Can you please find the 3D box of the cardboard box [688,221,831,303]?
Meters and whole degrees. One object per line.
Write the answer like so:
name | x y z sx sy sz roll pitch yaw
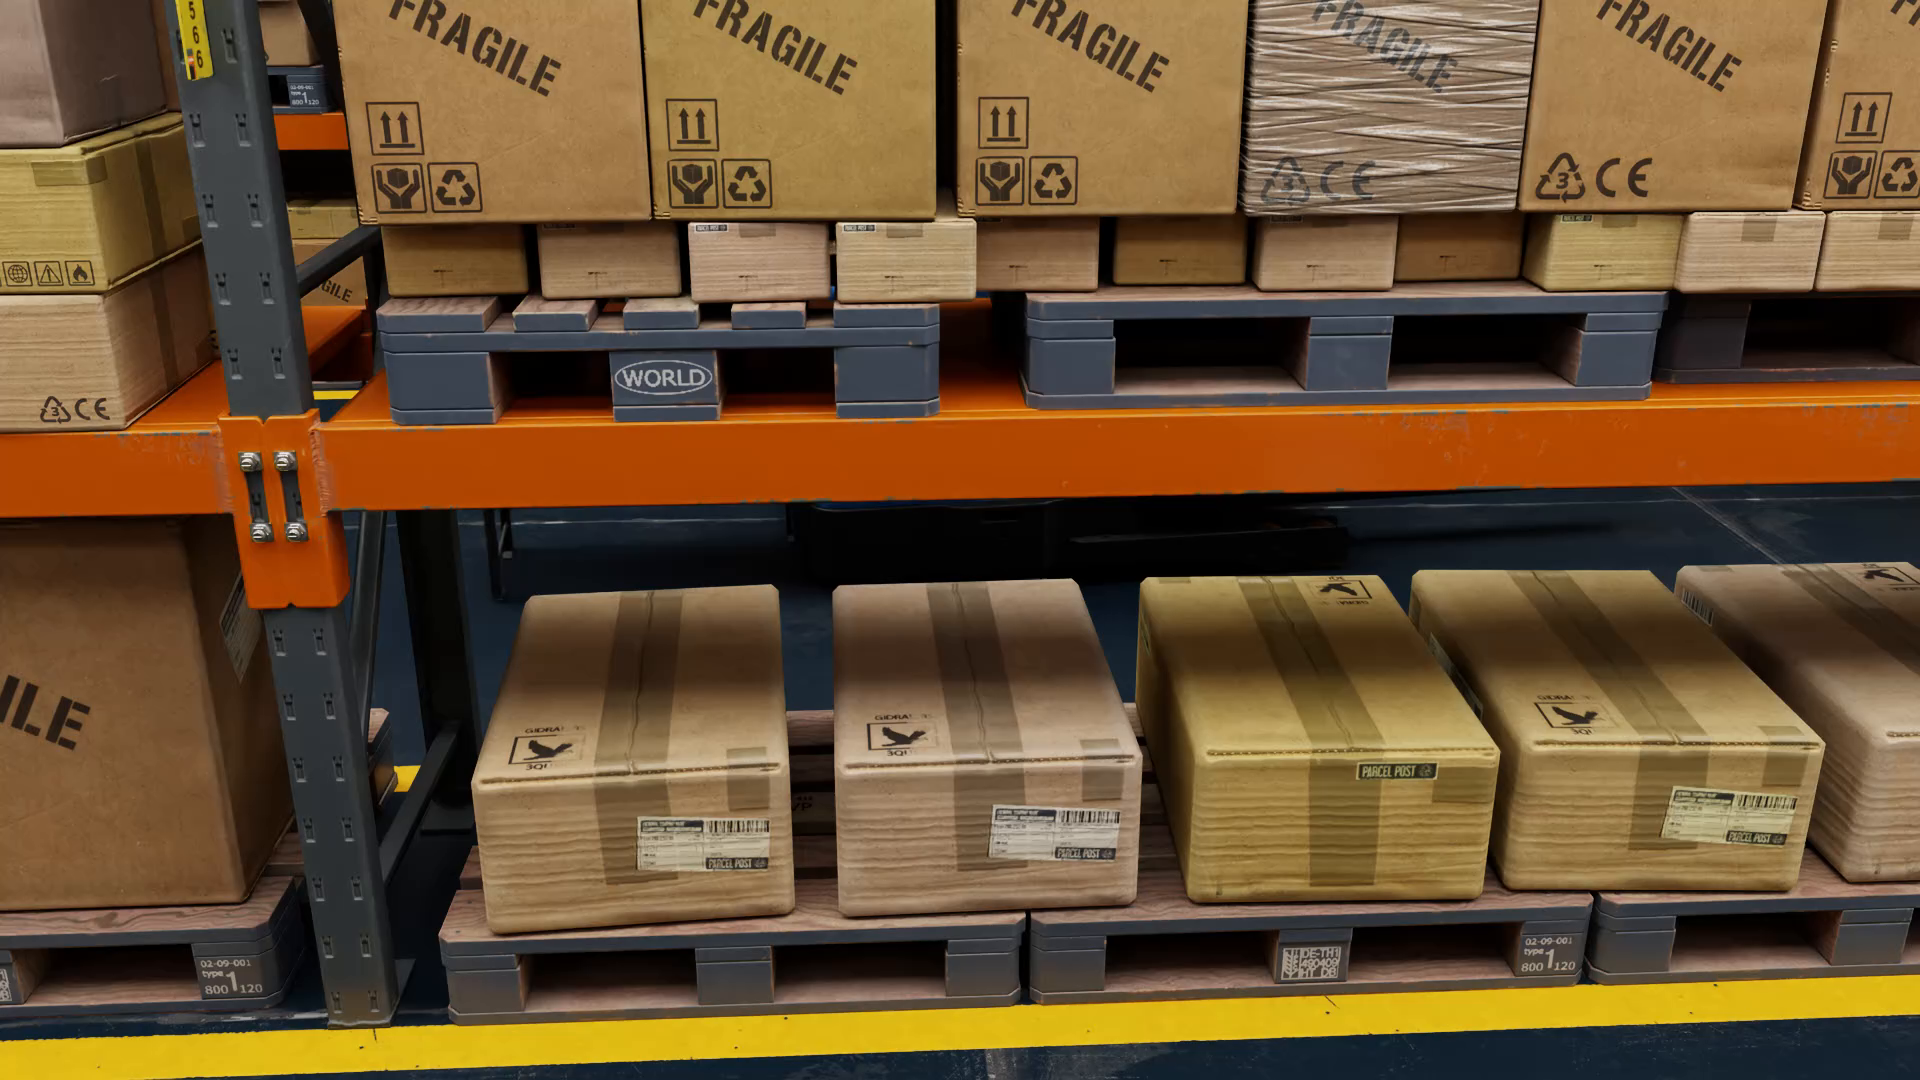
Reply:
cardboard box | -0.381 -0.566 3.155 0.250 0.149 0.380 -3 21 -7

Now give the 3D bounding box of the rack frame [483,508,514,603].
rack frame | -1.592 -0.580 5.536 0.032 1.500 0.500 -3 21 -9

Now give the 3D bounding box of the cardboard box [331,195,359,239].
cardboard box | -2.844 -1.562 8.020 0.250 0.149 0.380 -1 21 -1

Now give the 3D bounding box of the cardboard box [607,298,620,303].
cardboard box | -1.973 -1.270 8.163 0.500 0.500 0.500 -1 21 -1

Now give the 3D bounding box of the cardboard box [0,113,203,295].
cardboard box | -1.745 -0.627 3.060 0.500 0.250 0.500 -1 21 -3

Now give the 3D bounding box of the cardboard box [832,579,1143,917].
cardboard box | 0.025 0.442 3.846 0.625 0.372 0.950 -2 21 -4

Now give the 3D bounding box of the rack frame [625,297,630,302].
rack frame | -1.563 -2.327 8.017 0.127 3.000 1.000 -1 21 -3

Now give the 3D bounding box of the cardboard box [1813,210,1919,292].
cardboard box | 1.700 -0.598 3.239 0.250 0.149 0.380 -2 21 -4

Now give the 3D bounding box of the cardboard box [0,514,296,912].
cardboard box | -1.970 0.218 3.729 0.875 0.875 0.875 -1 21 -4

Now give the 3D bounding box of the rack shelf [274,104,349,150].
rack shelf | -3.560 -1.950 8.038 4.000 0.370 1.077 -1 21 -3

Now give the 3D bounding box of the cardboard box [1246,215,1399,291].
cardboard box | 0.675 -0.599 3.240 0.250 0.149 0.380 -1 21 -1

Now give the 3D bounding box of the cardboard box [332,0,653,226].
cardboard box | -0.813 -0.872 3.048 0.500 0.500 0.500 -2 21 -5

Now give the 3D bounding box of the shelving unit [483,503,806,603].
shelving unit | -1.091 -0.610 5.616 1.048 1.500 0.538 -3 21 -9

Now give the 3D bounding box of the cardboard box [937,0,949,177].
cardboard box | 0.181 -1.079 3.590 0.500 0.500 0.500 -3 21 -7

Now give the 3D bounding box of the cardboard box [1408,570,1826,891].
cardboard box | 1.476 0.414 3.920 0.625 0.372 0.950 0 21 0

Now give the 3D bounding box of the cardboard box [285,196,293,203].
cardboard box | -3.367 -1.541 7.964 0.250 0.149 0.380 -2 21 -6

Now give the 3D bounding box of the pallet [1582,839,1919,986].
pallet | 1.940 0.675 4.052 1.213 0.211 1.003 -1 21 -3

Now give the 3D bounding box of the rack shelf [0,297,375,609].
rack shelf | -3.273 -0.187 3.407 4.000 0.370 1.077 -1 21 -3

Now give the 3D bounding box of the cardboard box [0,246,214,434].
cardboard box | -1.766 -0.391 3.143 0.500 0.250 0.500 -2 21 -5

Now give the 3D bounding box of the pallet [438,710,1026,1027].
pallet | -0.496 0.724 3.922 1.213 0.211 1.003 -1 21 -3

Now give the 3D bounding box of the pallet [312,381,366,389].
pallet | -3.526 -0.998 8.446 1.213 0.211 1.003 -1 21 -3

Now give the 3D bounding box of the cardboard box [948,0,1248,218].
cardboard box | 0.236 -0.899 3.117 0.500 0.500 0.500 -1 21 -2

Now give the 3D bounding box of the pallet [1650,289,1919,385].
pallet | 1.946 -0.591 3.728 1.213 0.211 1.003 -1 21 -3

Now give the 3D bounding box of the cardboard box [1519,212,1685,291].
cardboard box | 1.200 -0.600 3.243 0.250 0.149 0.380 -1 21 -3

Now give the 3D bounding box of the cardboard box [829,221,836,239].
cardboard box | -0.198 -0.787 3.736 0.250 0.149 0.380 -2 21 -6

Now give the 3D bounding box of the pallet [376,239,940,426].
pallet | -0.571 -0.526 3.557 1.003 0.211 1.213 -1 21 -3

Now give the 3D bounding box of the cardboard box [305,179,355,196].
cardboard box | -3.147 -1.734 8.470 0.250 0.149 0.380 -2 21 -4

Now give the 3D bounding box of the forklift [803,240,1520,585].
forklift | 0.914 -1.442 5.790 3.031 2.935 1.130 -3 21 -9

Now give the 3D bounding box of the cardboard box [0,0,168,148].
cardboard box | -1.777 -0.974 2.918 0.500 0.500 0.500 -2 21 -5

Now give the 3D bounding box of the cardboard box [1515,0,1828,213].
cardboard box | 1.259 -0.917 3.165 0.500 0.500 0.500 0 21 -1

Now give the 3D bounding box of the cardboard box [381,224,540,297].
cardboard box | -0.941 -0.583 3.199 0.250 0.149 0.380 -2 21 -6

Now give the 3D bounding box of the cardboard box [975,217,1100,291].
cardboard box | 0.131 -0.597 3.236 0.250 0.149 0.380 0 21 0
